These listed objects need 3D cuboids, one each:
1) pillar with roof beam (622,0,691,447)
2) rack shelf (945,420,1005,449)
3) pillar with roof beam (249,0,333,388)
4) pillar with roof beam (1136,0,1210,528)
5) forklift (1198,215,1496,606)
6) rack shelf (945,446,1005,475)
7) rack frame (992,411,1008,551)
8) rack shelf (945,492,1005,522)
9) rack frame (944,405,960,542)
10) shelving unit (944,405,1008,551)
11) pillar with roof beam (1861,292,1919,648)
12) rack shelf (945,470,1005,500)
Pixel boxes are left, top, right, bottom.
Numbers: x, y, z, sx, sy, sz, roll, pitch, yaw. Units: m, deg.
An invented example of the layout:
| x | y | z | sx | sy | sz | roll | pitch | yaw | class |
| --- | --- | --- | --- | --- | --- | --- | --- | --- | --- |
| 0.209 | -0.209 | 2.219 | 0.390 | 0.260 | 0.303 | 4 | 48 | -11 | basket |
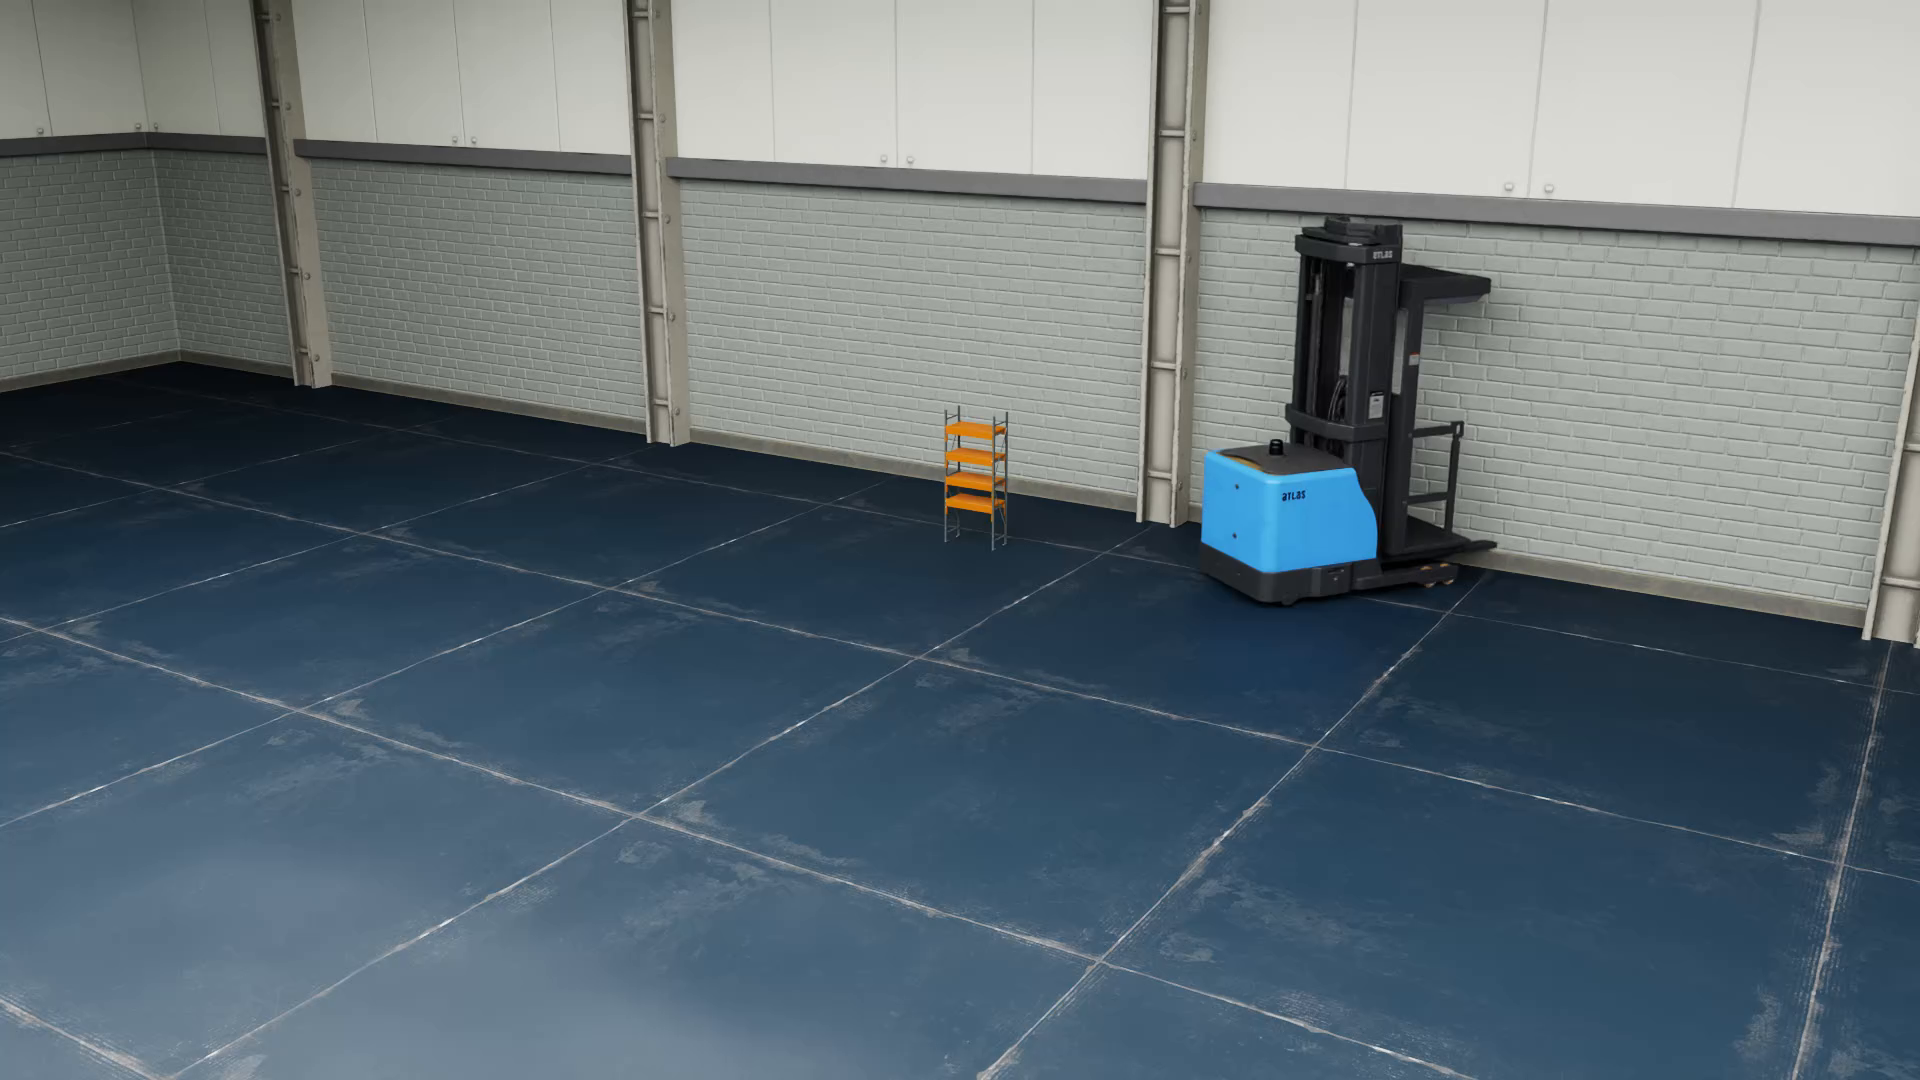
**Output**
| x | y | z | sx | sy | sz | roll | pitch | yaw | class |
| --- | --- | --- | --- | --- | --- | --- | --- | --- | --- |
| -5.482 | -4.332 | 13.661 | 0.400 | 9.000 | 9.100 | 10 | 20 | 30 | pillar with roof beam |
| 0.141 | -0.925 | 14.510 | 0.480 | 0.148 | 0.258 | 10 | 20 | 30 | rack shelf |
| -10.595 | -5.245 | 16.666 | 0.400 | 9.000 | 9.100 | 10 | 20 | 30 | pillar with roof beam |
| -0.369 | -3.420 | 10.657 | 0.400 | 9.000 | 9.100 | 10 | 20 | 30 | pillar with roof beam |
| 3.547 | -1.151 | 13.627 | 3.031 | 2.935 | 1.130 | -7 | 18 | -23 | forklift |
| 0.141 | -0.699 | 14.578 | 0.480 | 0.148 | 0.258 | 10 | 20 | 30 | rack shelf |
| 0.349 | -0.512 | 14.502 | 0.015 | 1.200 | 0.240 | 10 | 20 | 30 | rack frame |
| 0.141 | -0.295 | 14.701 | 0.480 | 0.148 | 0.258 | 10 | 20 | 30 | rack shelf |
| -0.067 | -0.586 | 14.746 | 0.015 | 1.200 | 0.240 | 10 | 20 | 30 | rack frame |
| 0.141 | -0.549 | 14.624 | 0.503 | 1.200 | 0.258 | 10 | 20 | 30 | shelving unit |
| 4.744 | -2.507 | 7.652 | 0.400 | 9.000 | 9.100 | 10 | 20 | 30 | pillar with roof beam |
| 0.141 | -0.485 | 14.643 | 0.480 | 0.148 | 0.258 | 10 | 20 | 30 | rack shelf |
